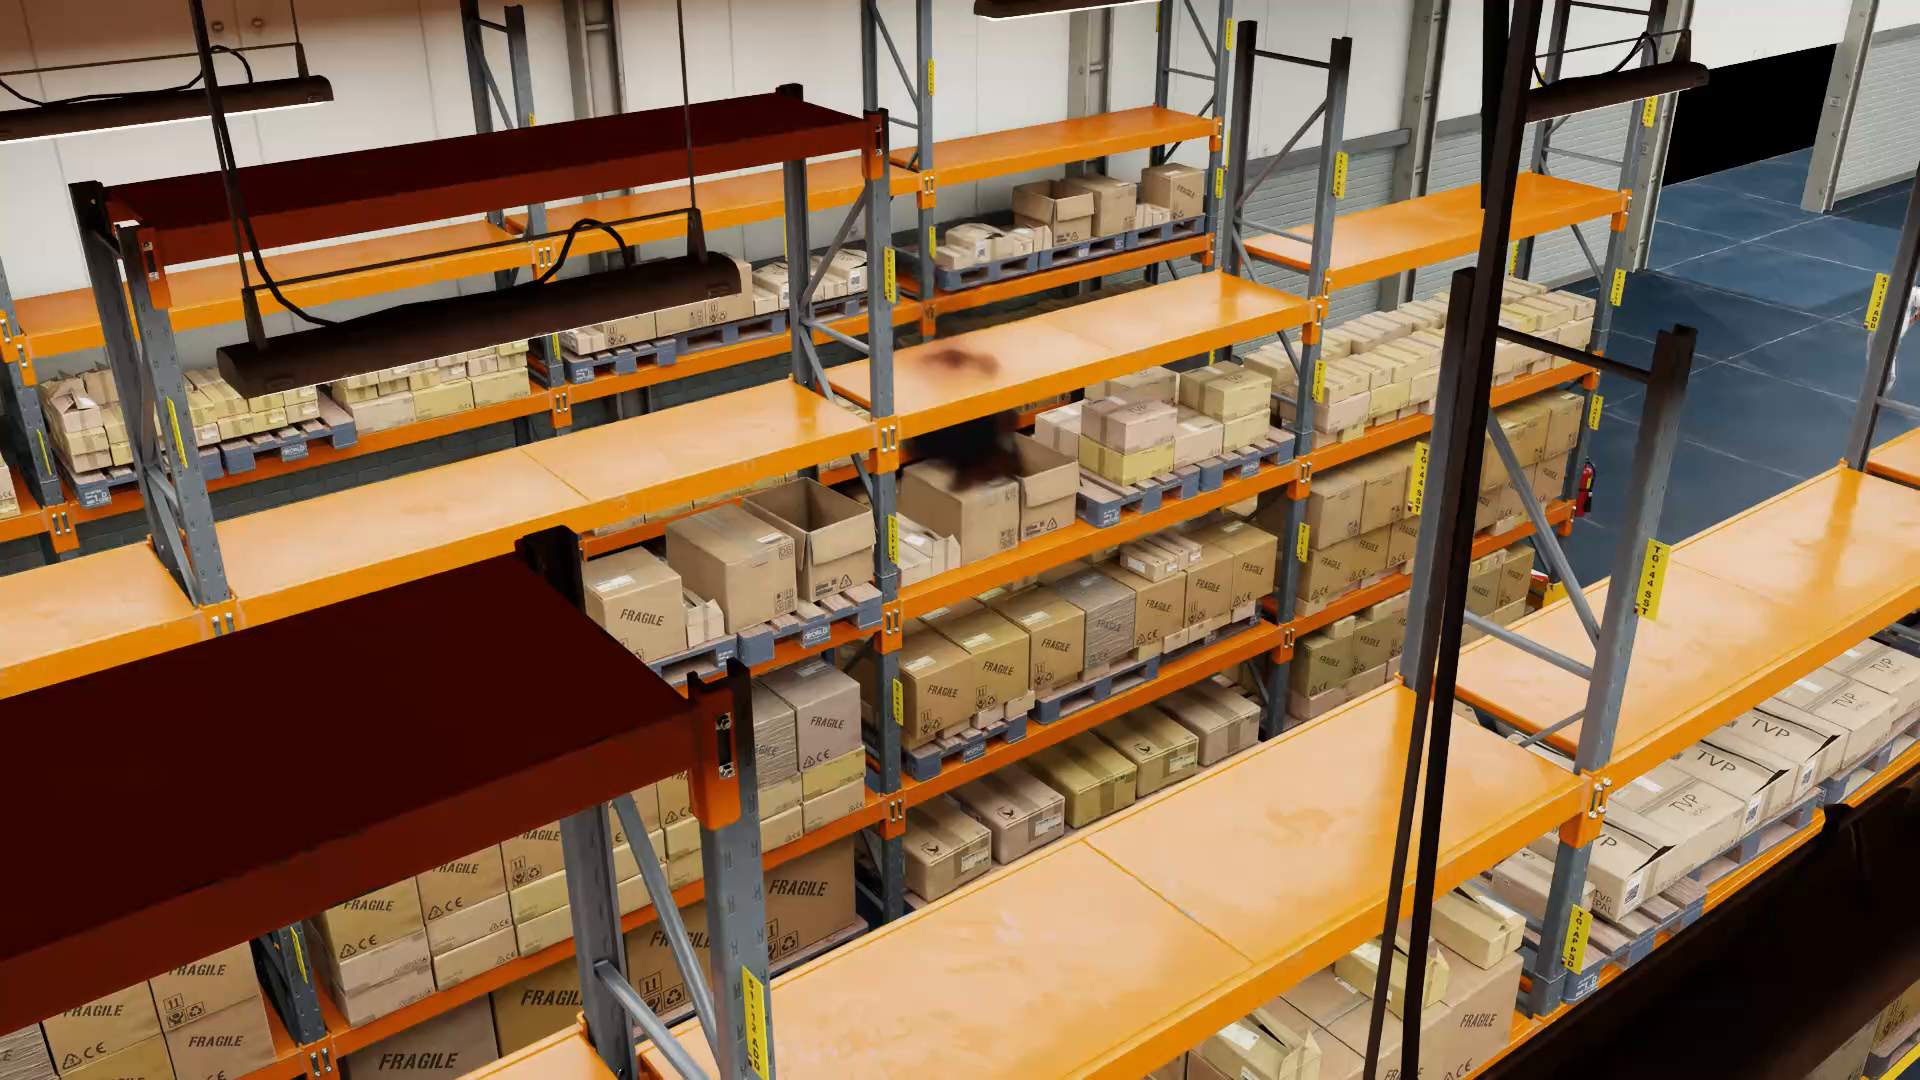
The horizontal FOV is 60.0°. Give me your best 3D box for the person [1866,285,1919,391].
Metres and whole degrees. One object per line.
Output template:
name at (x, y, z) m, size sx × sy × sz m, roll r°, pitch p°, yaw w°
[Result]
person at (12.207, -2.793, 21.842) m, size 0.668 × 1.742 × 0.526 m, roll 3°, pitch 26°, yaw 6°
